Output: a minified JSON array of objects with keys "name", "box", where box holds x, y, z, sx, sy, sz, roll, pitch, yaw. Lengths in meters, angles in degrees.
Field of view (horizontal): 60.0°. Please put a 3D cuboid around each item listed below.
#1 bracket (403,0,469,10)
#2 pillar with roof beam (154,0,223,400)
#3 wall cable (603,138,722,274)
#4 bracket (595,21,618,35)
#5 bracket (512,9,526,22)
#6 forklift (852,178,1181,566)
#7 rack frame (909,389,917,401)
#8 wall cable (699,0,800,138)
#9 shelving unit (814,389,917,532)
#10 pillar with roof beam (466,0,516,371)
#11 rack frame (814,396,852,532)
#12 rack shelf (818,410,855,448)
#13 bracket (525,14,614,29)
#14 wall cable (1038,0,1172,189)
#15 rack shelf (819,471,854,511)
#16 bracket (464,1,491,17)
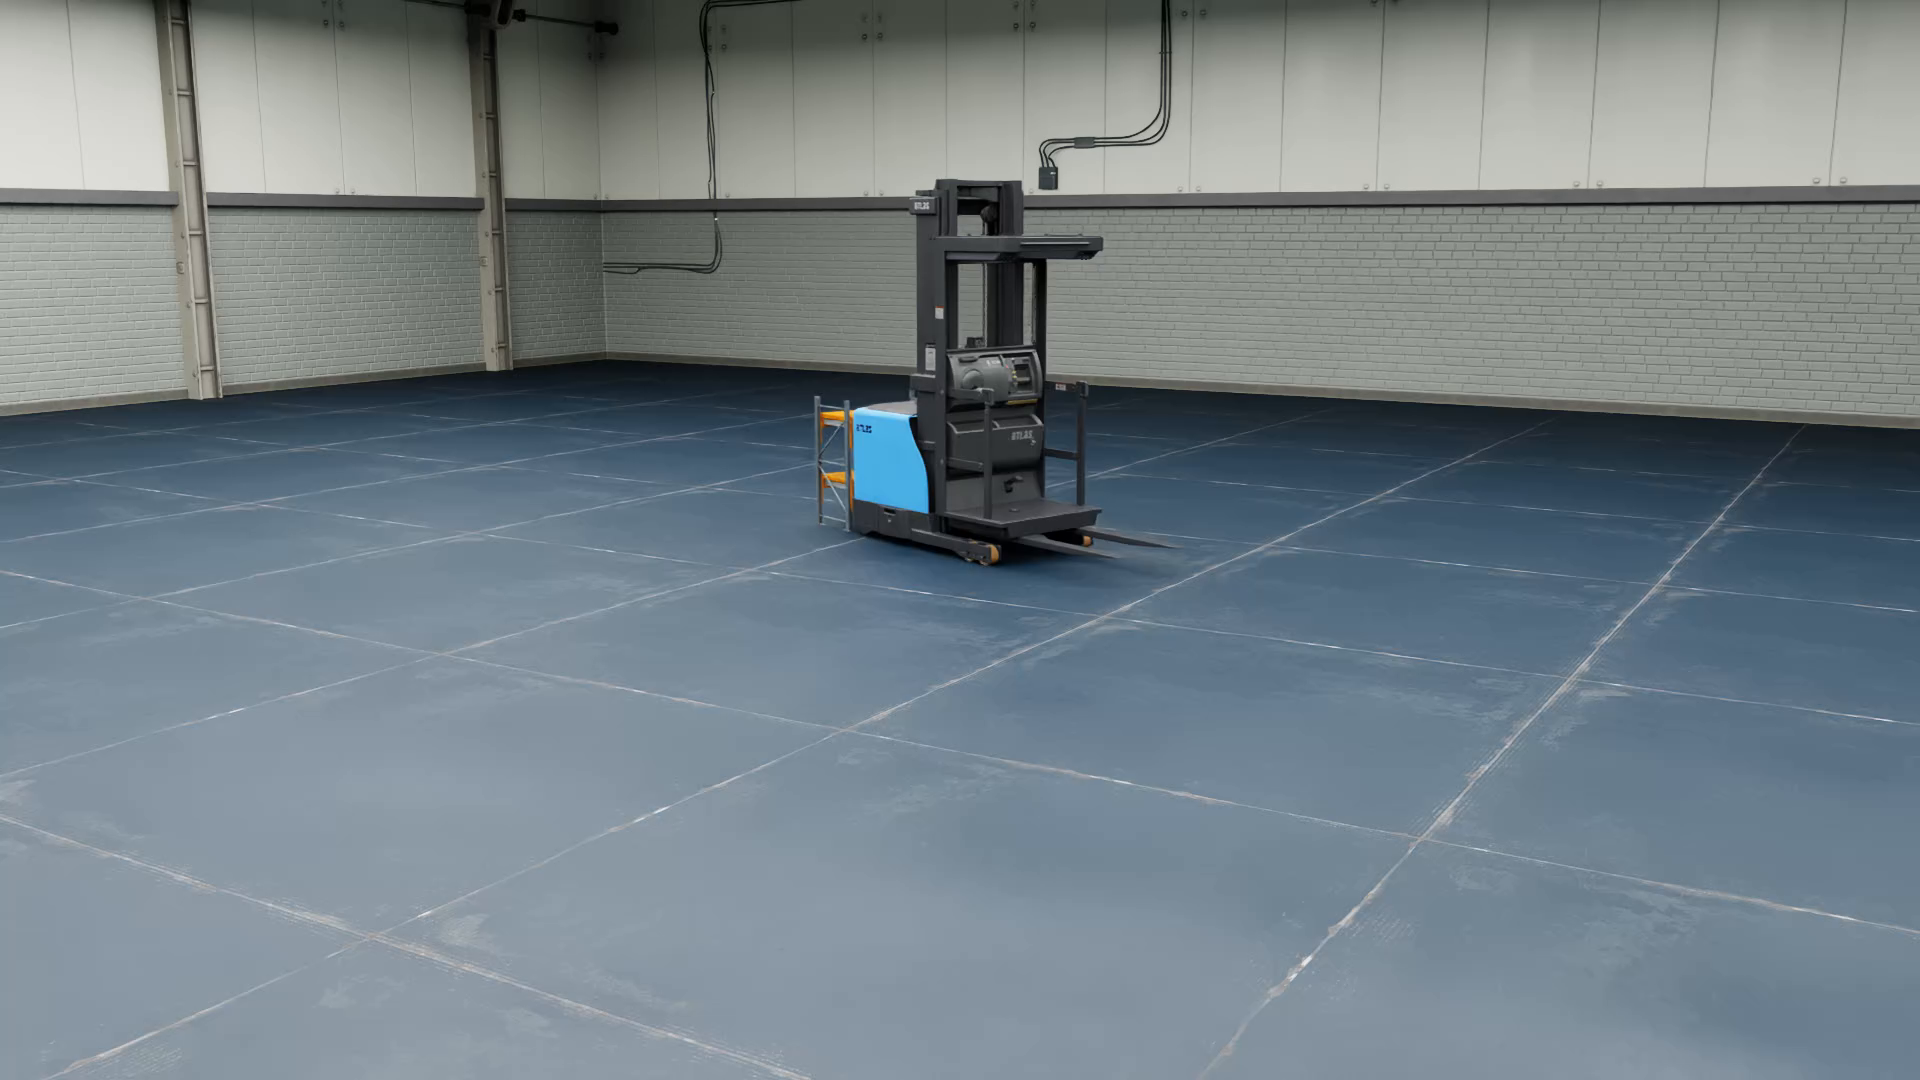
[{"name":"bracket","box":[-9.716,-8.812,26.704,0.076,0.066,4.783,6,12,31]},{"name":"pillar with roof beam","box":[-7.902,-6.193,22.492,9.100,9.000,0.400,6,12,31]},{"name":"wall cable","box":[-5.807,-6.358,31.815,3.097,2.526,0.112,6,12,31]},{"name":"bracket","box":[-6.717,-9.721,31.557,0.235,0.232,0.430,6,12,31]},{"name":"bracket","box":[-7.947,-9.348,29.566,0.235,0.232,0.430,6,12,31]},{"name":"forklift","box":[0.421,-1.345,13.086,1.130,2.935,3.031,-9,14,-39]},{"name":"rack frame","box":[-0.294,-0.776,14.951,0.032,1.125,0.500,-8,13,-37]},{"name":"wall cable","box":[-3.494,-8.582,29.970,3.097,2.526,0.112,6,12,31]},{"name":"shelving unit","box":[-0.695,-0.719,14.644,1.048,1.125,0.538,-8,13,-37]},{"name":"pillar with roof beam","box":[-4.787,-7.136,27.533,9.100,9.000,0.548,6,12,31]},{"name":"rack frame","box":[-1.096,-0.661,14.336,0.032,1.125,0.500,-8,13,-37]},{"name":"rack shelf","box":[-0.696,-1.007,14.591,1.000,0.278,0.538,-8,13,-37]},{"name":"bracket","box":[-7.024,-9.628,31.061,0.076,0.066,3.189,6,12,31]},{"name":"wall cable","box":[2.299,-8.647,26.359,2.305,6.003,0.169,6,12,31]},{"name":"rack shelf","box":[-0.694,-0.478,14.688,1.000,0.278,0.538,-8,13,-37]},{"name":"bracket","box":[-8.378,-9.218,28.868,0.235,0.232,0.430,6,12,31]}]
